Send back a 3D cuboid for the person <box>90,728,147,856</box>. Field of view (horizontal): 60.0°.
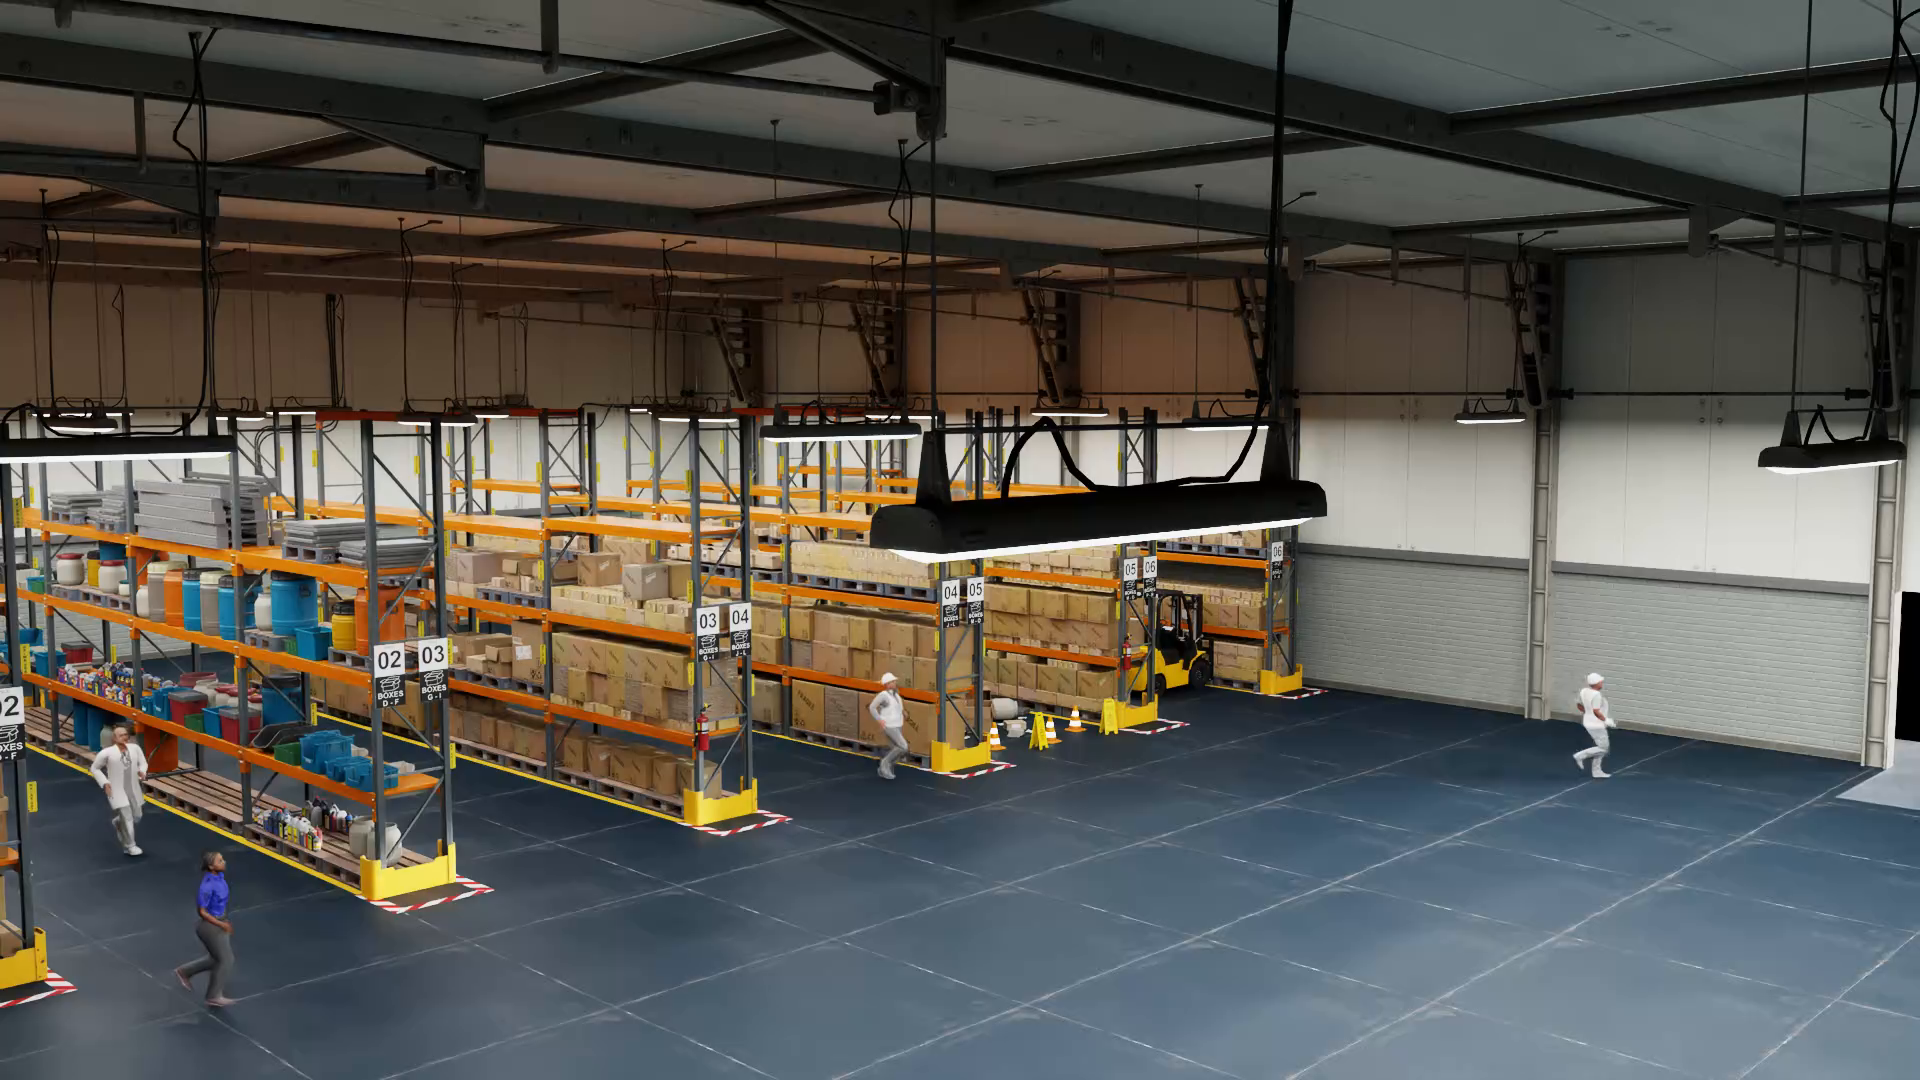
[{"bbox_3d":[-11.523,3.433,22.852,0.798,1.742,0.709,4,6,38],"label":"person"}]

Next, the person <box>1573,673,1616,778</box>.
[{"bbox_3d":[10.381,3.049,27.317,0.689,1.743,0.683,0,5,-3],"label":"person"}]

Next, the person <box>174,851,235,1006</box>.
[{"bbox_3d":[-7.771,4.016,17.176,0.568,1.640,0.586,-1,5,-14],"label":"person"}]

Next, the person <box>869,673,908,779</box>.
[{"bbox_3d":[-1.101,3.053,27.271,0.617,1.731,0.642,2,5,20],"label":"person"}]
